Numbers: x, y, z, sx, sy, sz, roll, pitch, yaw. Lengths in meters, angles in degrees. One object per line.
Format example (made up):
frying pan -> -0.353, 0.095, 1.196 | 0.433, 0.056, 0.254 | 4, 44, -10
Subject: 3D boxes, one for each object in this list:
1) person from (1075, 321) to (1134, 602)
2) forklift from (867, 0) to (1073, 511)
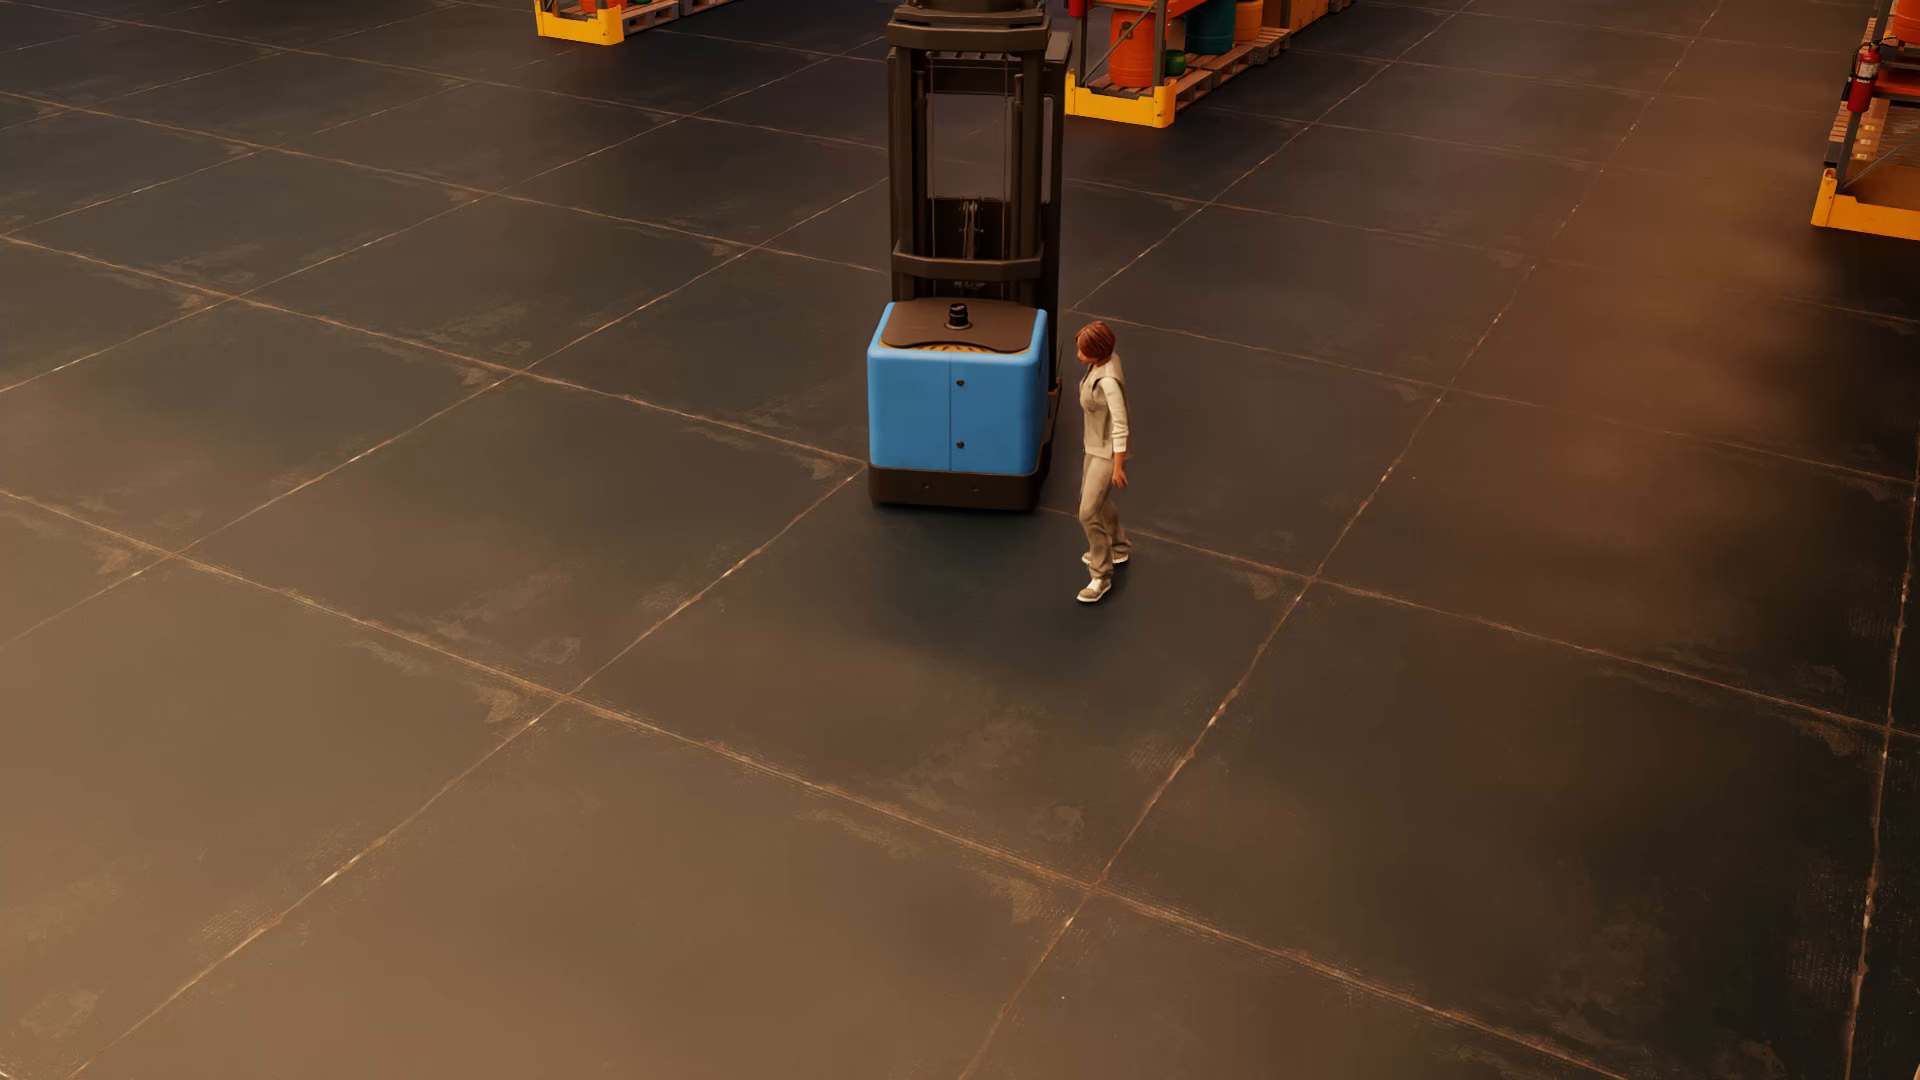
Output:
person -> 0.811, -0.484, 9.296 | 0.388, 1.565, 0.732 | -1, 30, -2
forklift -> 0.128, -2.164, 10.820 | 1.130, 2.935, 3.031 | 4, 30, 6
